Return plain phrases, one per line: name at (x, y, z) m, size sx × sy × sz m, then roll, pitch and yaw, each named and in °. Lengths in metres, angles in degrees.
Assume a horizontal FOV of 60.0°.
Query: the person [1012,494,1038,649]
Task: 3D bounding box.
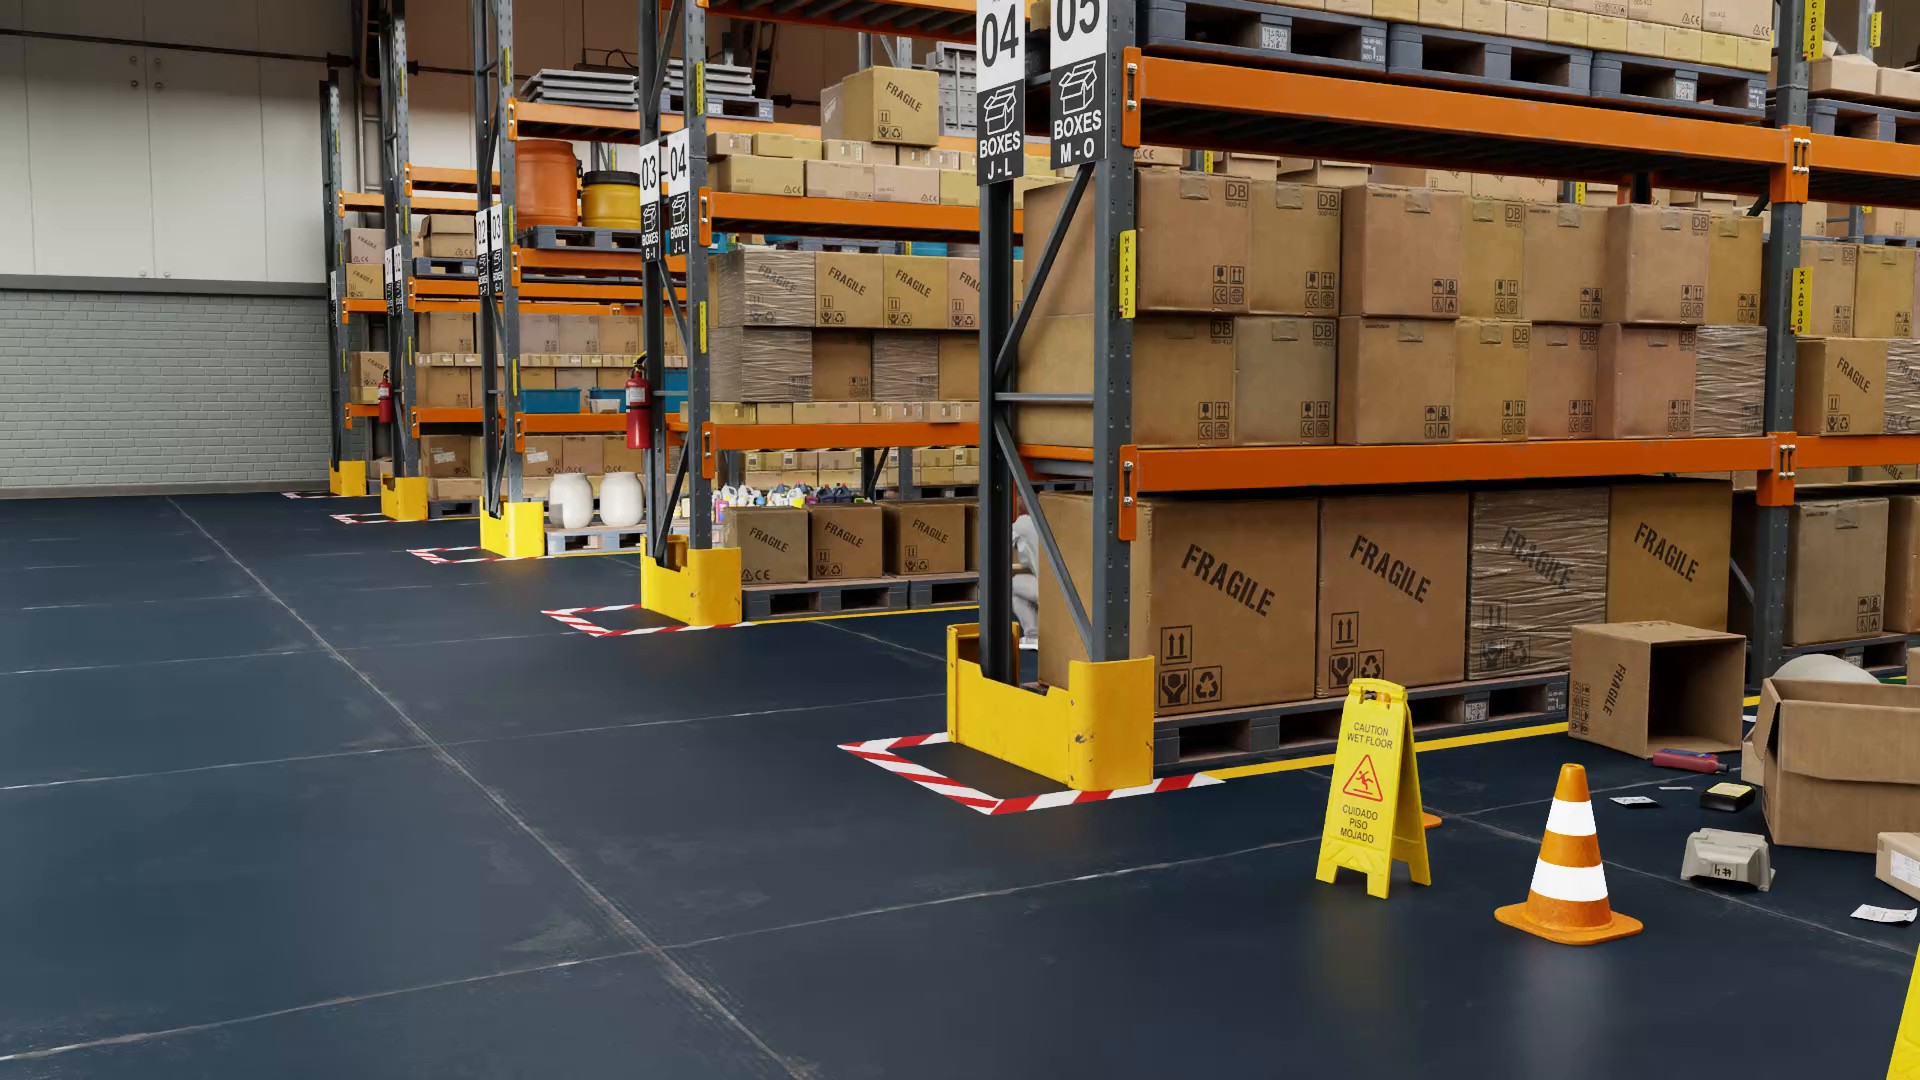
person at (0.462, 0.199, 9.952) m, size 0.426 × 0.895 × 0.820 m, roll -3°, pitch 6°, yaw -30°
